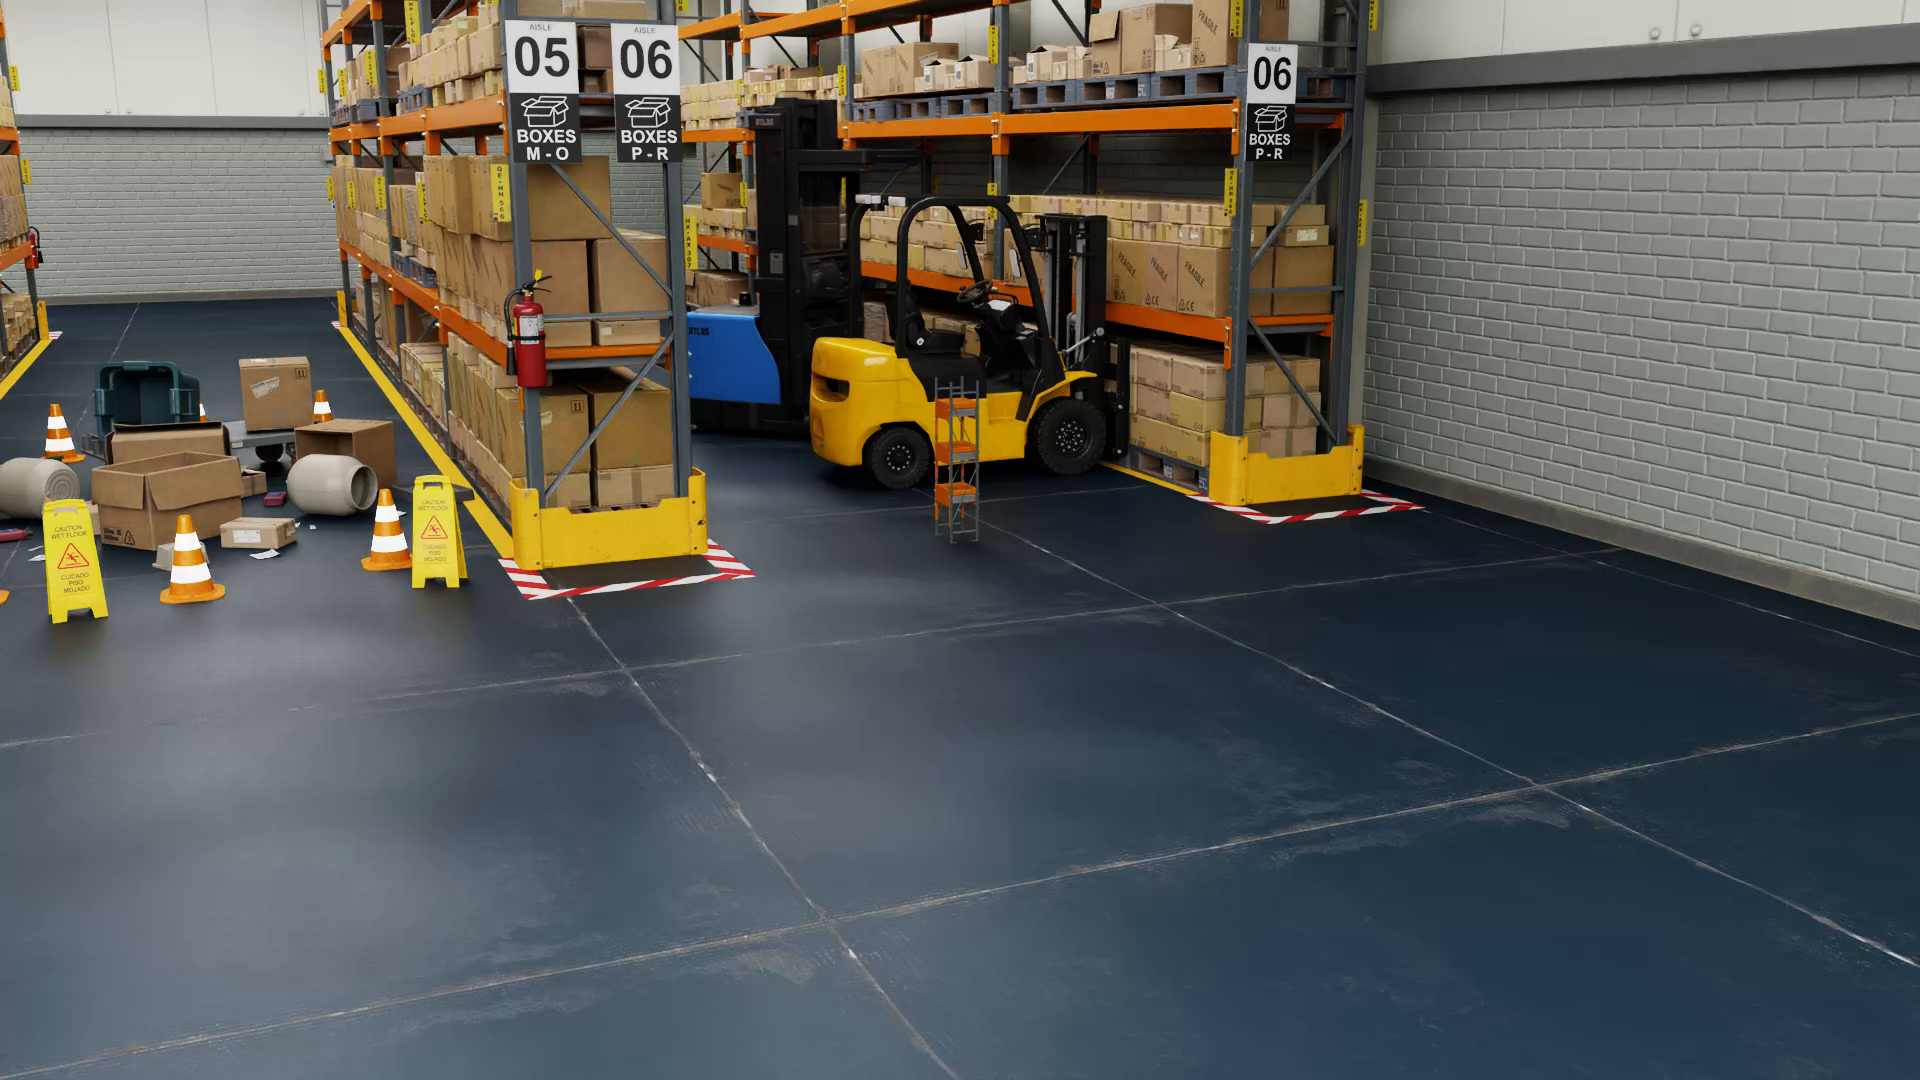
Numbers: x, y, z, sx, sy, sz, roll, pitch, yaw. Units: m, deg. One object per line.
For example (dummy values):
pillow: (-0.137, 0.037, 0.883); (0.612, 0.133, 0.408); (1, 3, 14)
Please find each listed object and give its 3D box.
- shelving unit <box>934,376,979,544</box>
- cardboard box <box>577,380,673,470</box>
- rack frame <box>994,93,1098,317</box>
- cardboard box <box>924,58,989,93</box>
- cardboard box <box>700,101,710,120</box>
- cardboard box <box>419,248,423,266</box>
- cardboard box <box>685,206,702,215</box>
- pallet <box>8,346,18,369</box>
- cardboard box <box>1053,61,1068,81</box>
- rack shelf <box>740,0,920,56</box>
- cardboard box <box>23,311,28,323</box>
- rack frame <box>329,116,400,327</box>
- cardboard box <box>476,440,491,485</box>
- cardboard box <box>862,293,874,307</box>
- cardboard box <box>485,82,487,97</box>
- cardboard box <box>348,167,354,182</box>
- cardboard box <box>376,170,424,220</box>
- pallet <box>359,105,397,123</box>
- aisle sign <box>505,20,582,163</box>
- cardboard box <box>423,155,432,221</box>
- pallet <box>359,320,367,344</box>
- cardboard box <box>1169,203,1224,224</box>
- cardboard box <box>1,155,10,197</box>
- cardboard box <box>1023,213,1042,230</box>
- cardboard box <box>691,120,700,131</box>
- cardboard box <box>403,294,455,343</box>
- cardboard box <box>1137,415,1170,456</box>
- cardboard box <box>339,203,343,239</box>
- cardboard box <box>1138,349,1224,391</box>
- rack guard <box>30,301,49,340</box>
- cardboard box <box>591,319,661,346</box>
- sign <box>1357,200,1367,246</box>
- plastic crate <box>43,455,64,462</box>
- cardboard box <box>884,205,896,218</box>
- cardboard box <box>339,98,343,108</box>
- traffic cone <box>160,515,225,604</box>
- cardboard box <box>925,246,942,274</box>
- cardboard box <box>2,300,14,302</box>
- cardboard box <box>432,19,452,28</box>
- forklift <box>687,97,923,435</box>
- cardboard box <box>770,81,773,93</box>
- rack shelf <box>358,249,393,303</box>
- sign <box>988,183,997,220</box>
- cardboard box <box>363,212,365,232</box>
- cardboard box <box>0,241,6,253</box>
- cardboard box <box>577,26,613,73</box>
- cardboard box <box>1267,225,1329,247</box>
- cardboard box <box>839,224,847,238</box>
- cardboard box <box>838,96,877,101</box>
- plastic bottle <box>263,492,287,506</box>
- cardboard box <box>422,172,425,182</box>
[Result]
shelving unit: (-0.021, -0.523, 10.799); (0.215, 1.050, 0.252); (-6, 14, -23)
cardboard box: (-2.231, -0.772, 11.056); (0.500, 0.500, 0.500); (-6, 14, -25)
rack frame: (0.793, -2.620, 15.540); (1.000, 3.000, 0.127); (-6, 14, -23)
cardboard box: (-0.028, -4.578, 16.389); (0.500, 0.311, 0.500); (-6, 14, -25)
cardboard box: (-3.442, -6.202, 24.034); (0.500, 0.250, 0.500); (-6, 14, -24)
cardboard box: (-4.544, -2.493, 14.616); (0.380, 0.149, 0.250); (-5, 14, -22)
cardboard box: (-3.877, -4.949, 25.275); (0.500, 0.250, 0.500); (-5, 14, -22)
pallet: (-11.755, -2.133, 19.619); (1.003, 0.211, 1.213); (-6, 14, -23)
cardboard box: (1.002, -3.934, 13.966); (0.380, 0.149, 0.250); (-5, 14, -21)
rack shelf: (-1.611, -6.238, 20.346); (1.077, 0.370, 4.000); (-6, 14, -23)
cardboard box: (-12.154, -2.847, 21.250); (0.380, 0.149, 0.250); (-5, 14, -22)
rack frame: (-8.561, -4.651, 24.311); (1.000, 3.000, 0.127); (-6, 14, -23)
cardboard box: (-3.137, -0.568, 11.838); (0.500, 0.250, 0.500); (-6, 14, -25)
cardboard box: (-1.239, -2.829, 19.614); (0.380, 0.149, 0.250); (-6, 14, -26)
cardboard box: (-2.756, -2.839, 10.388); (0.380, 0.149, 0.250); (-5, 14, -21)
cardboard box: (-7.400, -4.433, 20.930); (0.500, 0.500, 0.500); (-6, 14, -23)
cardboard box: (-5.803, -3.617, 17.405); (0.500, 0.500, 0.500); (-6, 14, -24)
pallet: (-6.113, -4.726, 18.404); (1.003, 0.211, 1.213); (-5, 14, -20)
aisle sign: (-2.392, -2.572, 9.567); (0.394, 0.787, 0.004); (-6, 14, -23)
cardboard box: (-3.776, -2.742, 12.964); (0.700, 0.500, 0.500); (-6, 14, -24)
pallet: (-7.684, -2.882, 22.855); (1.003, 0.211, 1.213); (-6, 14, -23)
cardboard box: (1.802, -2.458, 12.520); (0.380, 0.149, 0.250); (-5, 14, -22)
cardboard box: (-12.010, -4.471, 20.436); (0.500, 0.500, 0.500); (-6, 14, -25)
cardboard box: (0.785, -2.842, 14.838); (0.380, 0.149, 0.250); (-5, 14, -22)
cardboard box: (-3.766, -6.131, 24.614); (0.380, 0.149, 0.250); (-6, 14, -23)
cardboard box: (-5.556, -2.317, 18.011); (0.875, 0.875, 0.875); (-6, 14, -23)
cardboard box: (1.727, -0.831, 12.976); (0.500, 0.250, 0.500); (-6, 14, -23)
cardboard box: (-8.403, -4.472, 23.319); (0.500, 0.500, 0.500); (-6, 14, -24)
cardboard box: (1.715, -1.318, 12.862); (0.500, 0.250, 0.500); (-5, 14, -22)
rack guard: (-13.025, -2.949, 22.503); (1.175, 0.500, 0.348); (-6, 14, -23)
cardboard box: (-2.098, -1.311, 10.441); (0.380, 0.149, 0.250); (-6, 14, -23)
sign: (2.906, -2.303, 12.074); (0.100, 0.325, 0.005); (-6, 14, -23)
plastic crate: (-6.979, -0.444, 12.244); (0.450, 0.188, 0.662); (-8, 12, 8)
cardboard box: (-0.601, -3.560, 17.941); (0.380, 0.149, 0.250); (-5, 14, -22)
cardboard box: (-8.335, -5.997, 22.882); (0.380, 0.149, 0.250); (-5, 14, -21)
traffic cone: (-4.386, 0.089, 9.458); (0.336, 0.463, 0.334); (-6, 14, -23)
cardboard box: (-0.026, -2.837, 16.806); (0.500, 0.250, 0.500); (-6, 14, -23)
cardboard box: (-12.135, -2.928, 20.942); (0.380, 0.149, 0.250); (-6, 14, -25)
cardboard box: (-4.103, -4.116, 13.642); (0.500, 0.250, 0.500); (-5, 14, -22)
forklift: (-0.957, -2.379, 14.651); (3.031, 2.935, 1.130); (6, 14, 25)
cardboard box: (-2.176, -5.706, 20.963); (0.380, 0.149, 0.250); (-5, 14, -22)
rack shelf: (-6.157, -3.061, 19.036); (1.077, 0.370, 4.000); (-6, 14, -23)
sign: (0.300, -3.095, 15.198); (0.100, 0.325, 0.005); (-6, 14, -23)
cardboard box: (-6.806, -3.773, 19.744); (0.500, 0.250, 0.500); (-5, 14, -22)
cardboard box: (-11.738, -3.534, 20.042); (0.380, 0.149, 0.250); (-5, 14, -22)
cardboard box: (-2.109, -3.006, 10.227); (0.500, 0.250, 0.500); (-6, 14, -24)
cardboard box: (2.497, -2.252, 12.289); (0.380, 0.149, 0.250); (-6, 14, -24)
cardboard box: (-1.424, -3.630, 19.528); (0.380, 0.149, 0.250); (-5, 14, -22)
cardboard box: (-1.172, -5.081, 18.967); (0.380, 0.149, 0.250); (-5, 14, -22)
plastic bottle: (-4.955, -0.304, 12.047); (0.133, 0.061, 0.283); (-3, 13, -13)
cardboard box: (-4.433, -3.102, 14.368); (0.380, 0.149, 0.250); (-6, 14, -25)
